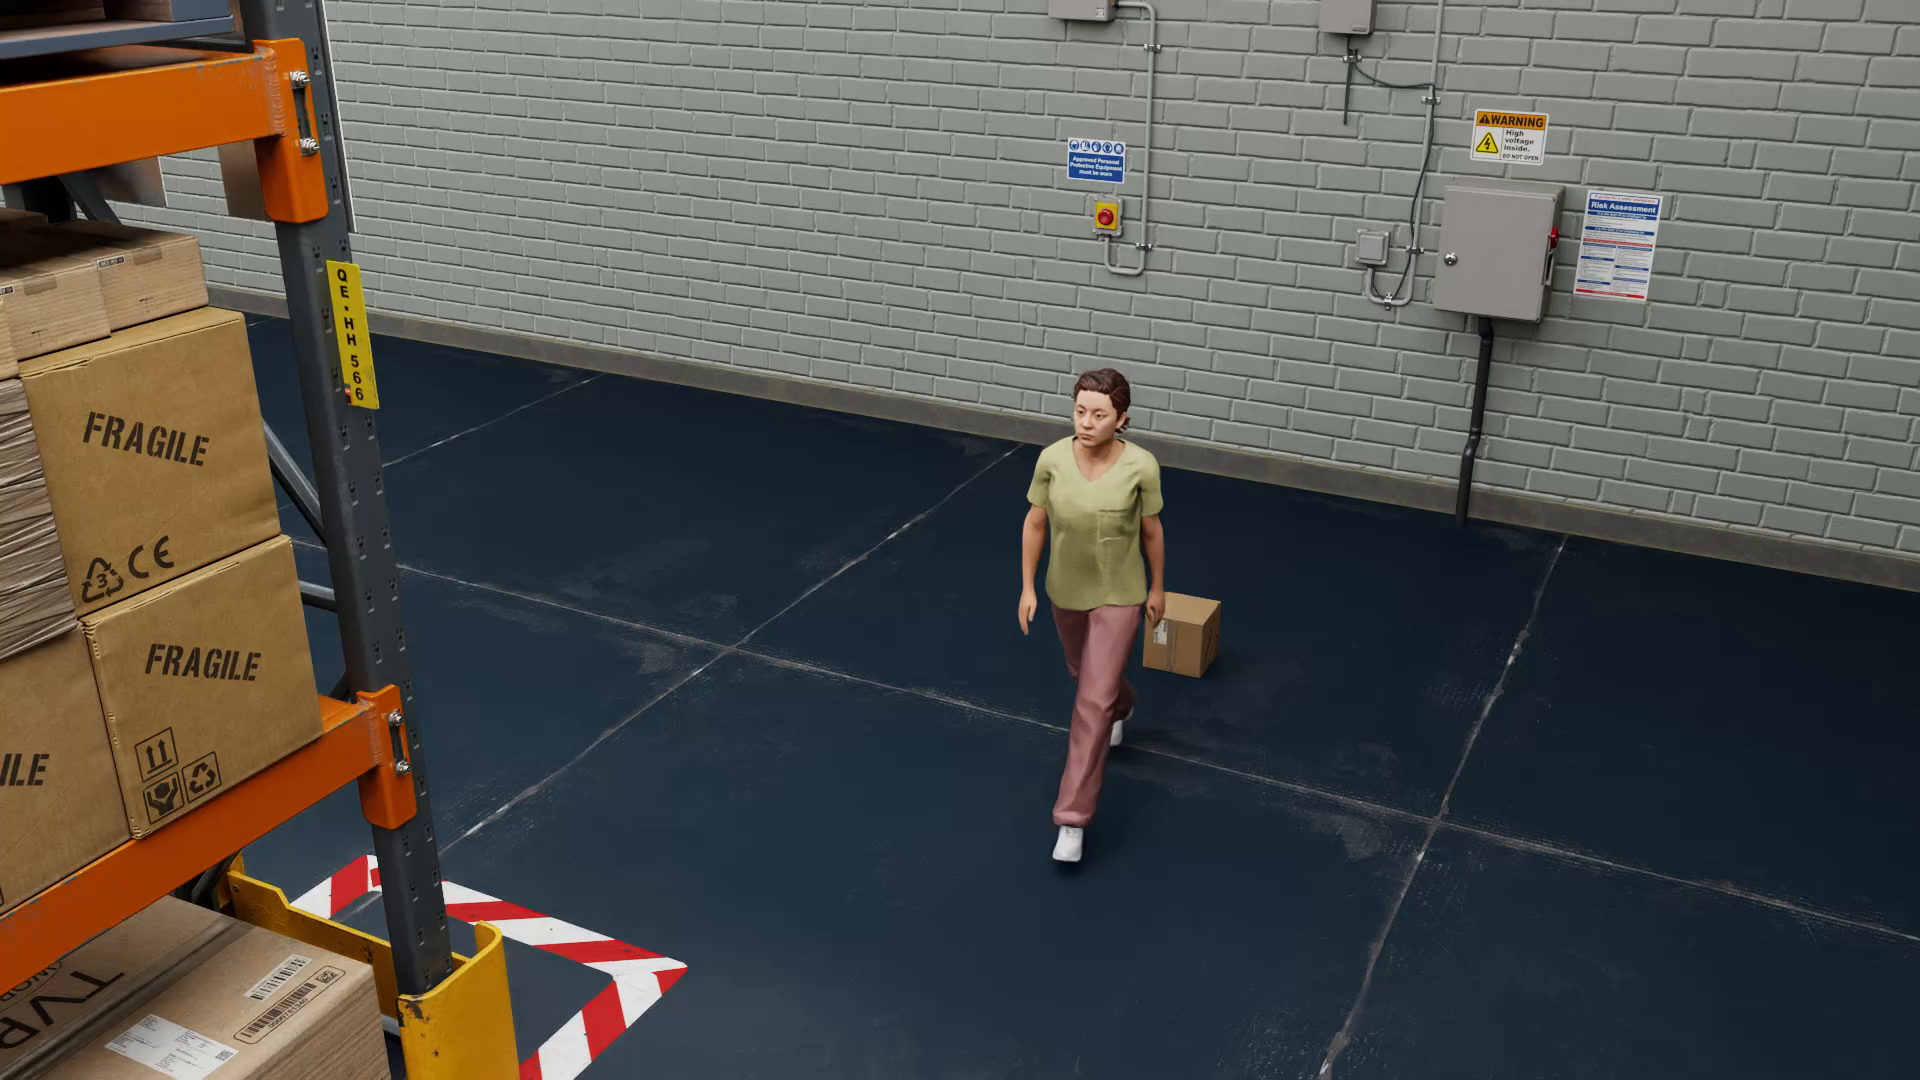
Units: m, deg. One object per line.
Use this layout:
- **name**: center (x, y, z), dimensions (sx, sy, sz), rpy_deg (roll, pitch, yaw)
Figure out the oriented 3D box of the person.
- **person**: center (0.449, 0.176, 5.707), dimensions (0.463, 1.619, 1.047), rpy_deg (9, 25, 21)
